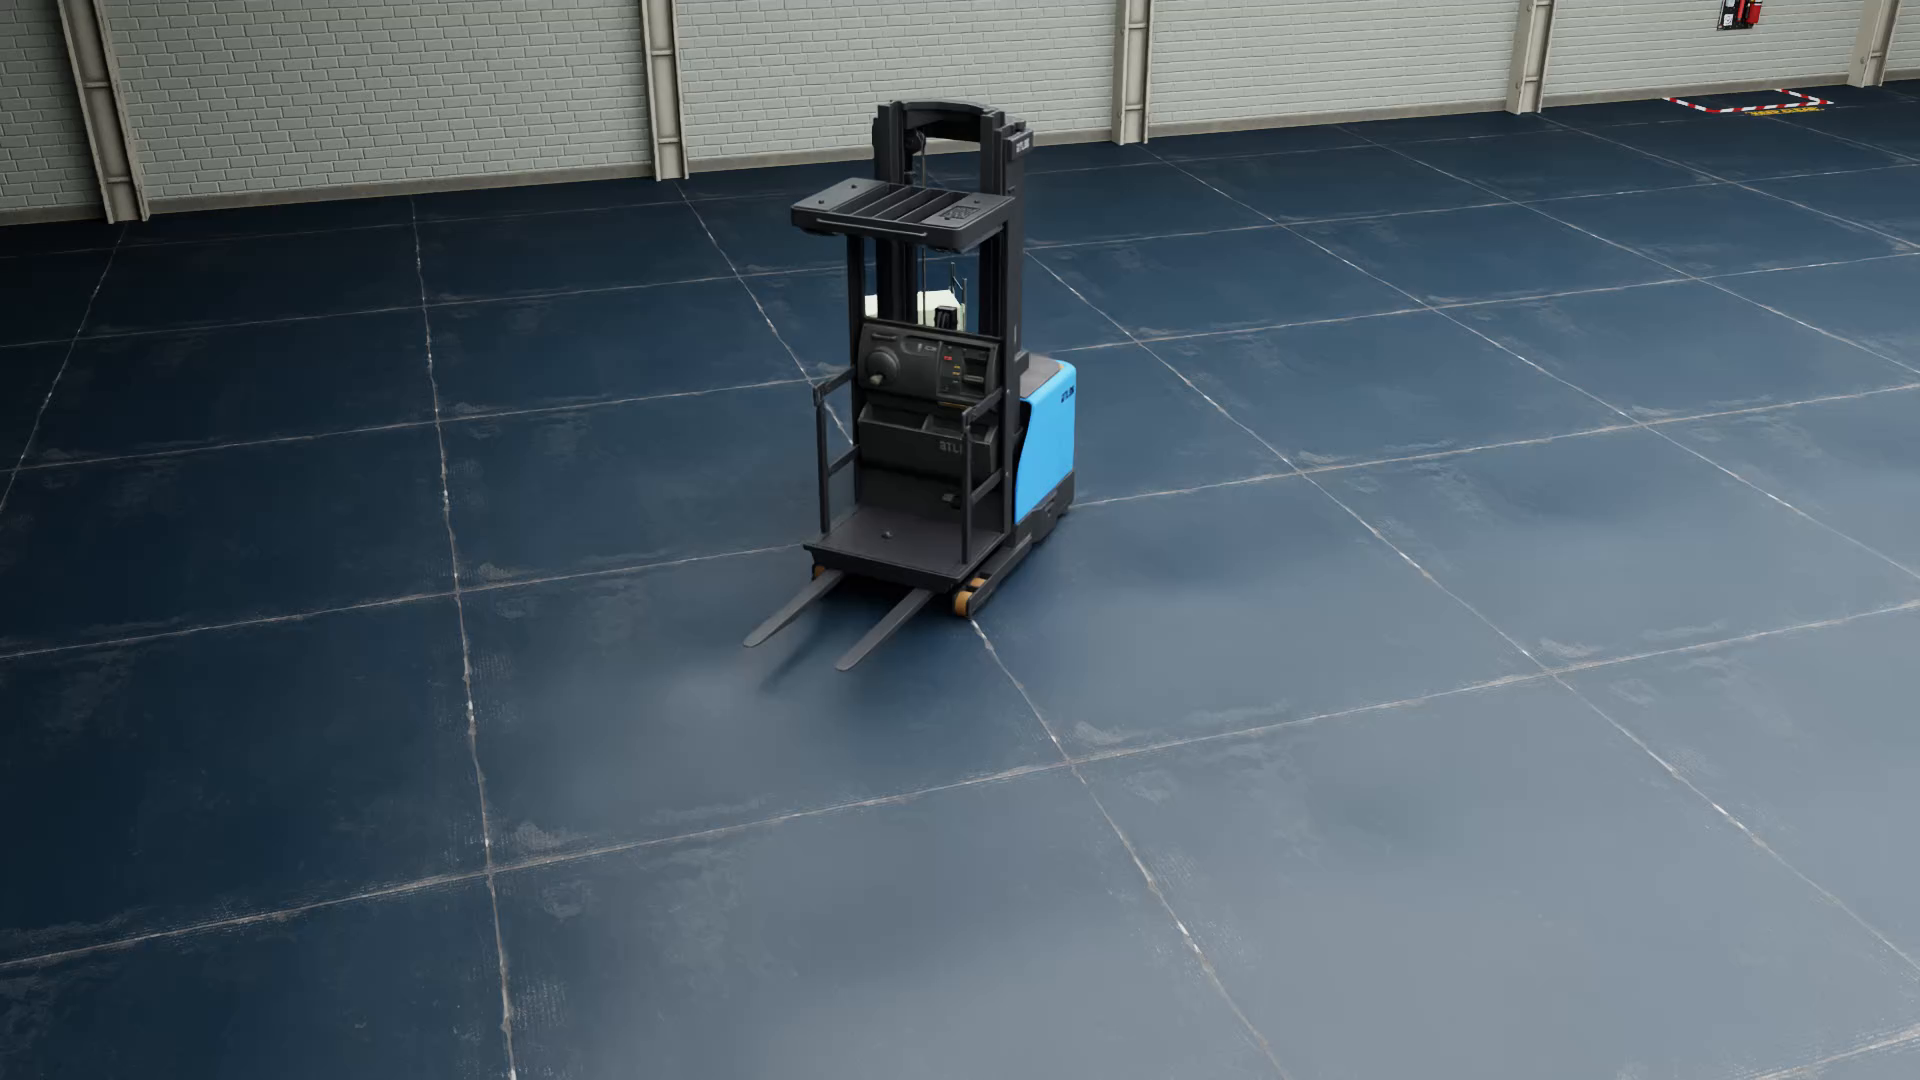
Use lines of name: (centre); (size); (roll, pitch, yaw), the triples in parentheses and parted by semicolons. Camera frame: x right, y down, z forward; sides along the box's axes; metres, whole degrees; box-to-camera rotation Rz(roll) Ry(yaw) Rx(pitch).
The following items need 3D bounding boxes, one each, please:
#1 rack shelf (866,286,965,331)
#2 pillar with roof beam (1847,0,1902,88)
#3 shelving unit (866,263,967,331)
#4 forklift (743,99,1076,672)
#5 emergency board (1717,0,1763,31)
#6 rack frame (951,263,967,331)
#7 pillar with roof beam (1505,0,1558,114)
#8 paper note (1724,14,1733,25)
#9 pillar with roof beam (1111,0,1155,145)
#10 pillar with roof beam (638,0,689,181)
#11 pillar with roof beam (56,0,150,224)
rack shelf: (-0.365, -1.532, 11.765); (0.720, 0.370, 0.431); (-6, 27, -12)
pillar with roof beam: (14.955, -9.074, 19.402); (0.400, 9.000, 9.100); (-8, 28, -16)
shelving unit: (-0.365, -1.182, 11.939); (0.755, 1.500, 0.431); (-6, 27, -12)
forklift: (-0.293, -1.054, 10.071); (1.130, 2.935, 3.031); (12, 29, 23)
emergency board: (11.260, -7.883, 23.749); (0.643, 1.169, 0.194); (-8, 28, -16)
rack frame: (-0.008, -1.219, 12.013); (0.023, 1.500, 0.400); (-6, 27, -12)
pillar with roof beam: (9.250, -8.248, 17.738); (0.400, 9.000, 9.100); (-8, 28, -16)
paper note: (11.071, -7.493, 23.955); (0.142, 0.148, 0.016); (-8, 28, -16)
pillar with roof beam: (3.545, -7.421, 16.073); (0.400, 9.000, 9.100); (-8, 28, -16)
pillar with roof beam: (-2.160, -6.595, 14.409); (0.400, 9.000, 9.100); (-8, 28, -16)
pillar with roof beam: (-7.865, -5.769, 12.745); (0.400, 9.000, 9.100); (-8, 28, -16)
